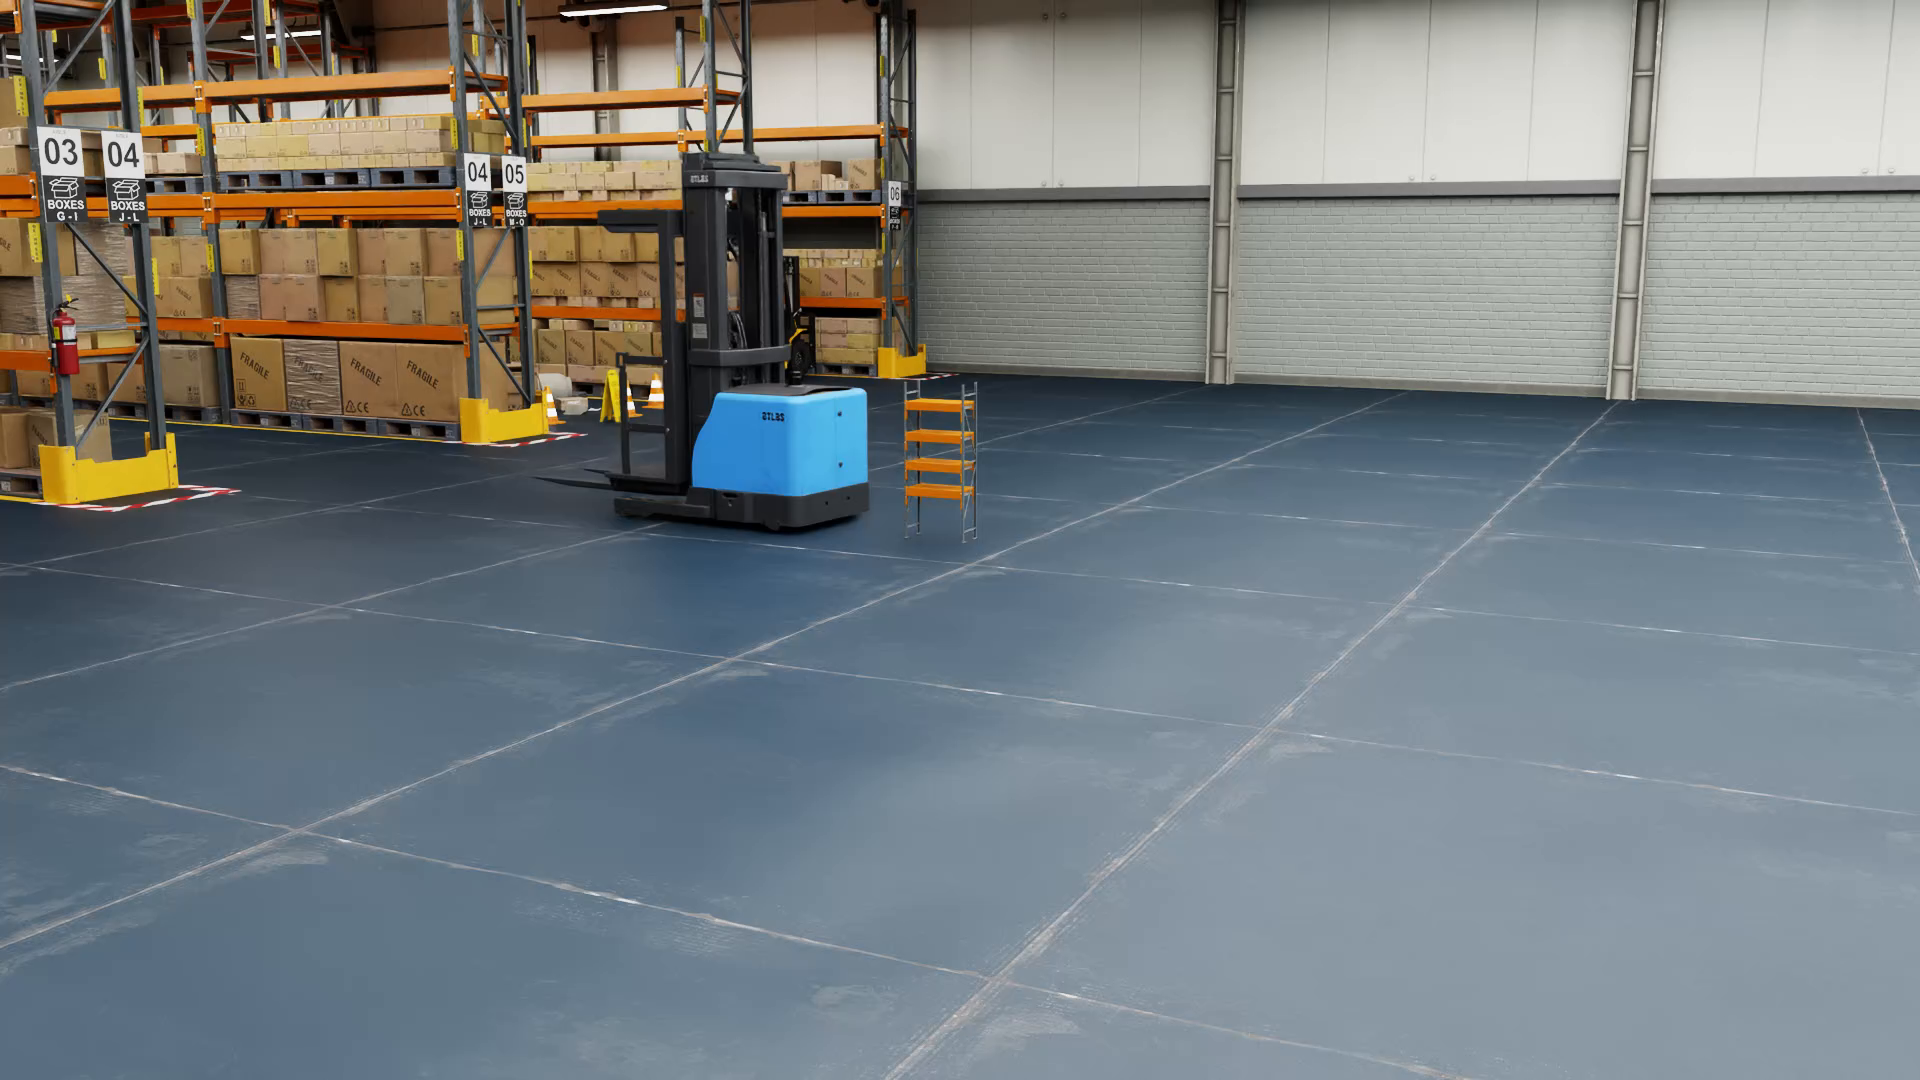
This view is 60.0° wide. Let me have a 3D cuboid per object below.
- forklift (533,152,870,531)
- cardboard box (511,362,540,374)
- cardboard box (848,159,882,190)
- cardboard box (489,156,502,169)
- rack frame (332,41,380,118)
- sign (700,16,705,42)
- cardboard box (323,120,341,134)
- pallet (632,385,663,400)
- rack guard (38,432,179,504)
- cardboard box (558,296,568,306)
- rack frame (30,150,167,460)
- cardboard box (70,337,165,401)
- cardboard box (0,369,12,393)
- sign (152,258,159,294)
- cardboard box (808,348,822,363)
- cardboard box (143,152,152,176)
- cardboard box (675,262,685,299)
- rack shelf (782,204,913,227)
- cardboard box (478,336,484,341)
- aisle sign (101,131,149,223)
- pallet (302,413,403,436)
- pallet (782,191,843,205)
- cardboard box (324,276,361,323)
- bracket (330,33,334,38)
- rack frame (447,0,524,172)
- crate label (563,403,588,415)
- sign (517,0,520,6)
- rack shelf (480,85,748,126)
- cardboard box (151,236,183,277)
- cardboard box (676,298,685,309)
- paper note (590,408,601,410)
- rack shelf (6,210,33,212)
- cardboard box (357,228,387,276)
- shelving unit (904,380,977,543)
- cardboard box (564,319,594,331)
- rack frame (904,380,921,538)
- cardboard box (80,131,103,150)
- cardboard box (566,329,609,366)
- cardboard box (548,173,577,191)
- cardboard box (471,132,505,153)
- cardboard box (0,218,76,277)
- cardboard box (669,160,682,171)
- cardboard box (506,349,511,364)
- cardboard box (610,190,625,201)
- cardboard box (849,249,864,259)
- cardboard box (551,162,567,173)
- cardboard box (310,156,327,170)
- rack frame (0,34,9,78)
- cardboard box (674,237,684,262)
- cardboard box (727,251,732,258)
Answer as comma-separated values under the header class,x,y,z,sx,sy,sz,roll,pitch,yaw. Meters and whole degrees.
class,x,y,z,sx,sy,sz,roll,pitch,yaw
forklift,-2.270,-1.685,13.809,3.031,2.935,1.130,6,12,31
cardboard box,-6.369,-2.545,24.913,0.500,0.250,0.500,4,11,23
cardboard box,-1.504,-6.036,27.496,0.500,0.500,0.500,5,12,28
cardboard box,-5.457,-4.354,19.188,0.250,0.149,0.380,5,11,26
rack frame,-11.760,-8.157,32.531,0.127,3.000,1.000,5,11,26
sign,-3.456,-6.869,22.346,0.005,0.325,0.100,5,11,26
cardboard box,-7.111,-4.761,19.196,0.250,0.149,0.380,5,11,26
pallet,-3.973,-2.170,24.125,1.213,0.211,1.003,5,11,26
rack guard,-7.645,-0.659,14.970,0.348,0.500,1.175,5,11,26
cardboard box,-5.678,-3.513,24.423,0.250,0.149,0.380,5,11,26
rack frame,-7.577,-1.883,14.714,0.127,3.000,1.000,5,11,26
cardboard box,-11.174,-2.267,21.971,0.750,0.750,1.050,5,11,27
cardboard box,-13.171,-2.285,22.771,0.500,0.500,0.500,5,11,26
sign,-7.337,-2.396,15.116,0.005,0.325,0.100,5,11,26
cardboard box,-2.446,-3.181,28.425,0.500,0.250,0.500,5,11,26
cardboard box,-10.548,-4.774,21.052,0.500,0.311,0.500,5,11,24
cardboard box,-3.800,-3.660,23.417,0.500,0.500,0.500,5,11,25
rack shelf,-2.792,-5.539,28.508,4.000,0.370,1.077,5,11,26
cardboard box,-9.092,-3.906,31.731,0.500,0.500,0.500,5,11,25
aisle sign,-7.388,-3.206,14.720,0.004,0.787,0.394,5,11,26
pallet,-7.133,-1.442,20.107,1.213,0.211,1.003,5,11,26
pallet,-2.719,-5.847,28.442,1.213,0.211,1.003,5,11,26
cardboard box,-7.087,-2.903,19.924,0.500,0.550,0.875,5,11,26
bracket,-12.515,-10.103,33.177,0.430,0.232,0.235,5,11,26
rack frame,-5.291,-5.620,18.513,0.127,3.000,1.000,5,11,26
crate label,-5.067,-1.733,21.923,0.298,0.136,0.250,-1,10,-4
sign,-5.040,-6.245,18.902,0.005,0.325,0.100,5,11,26
rack shelf,-4.985,-6.220,23.860,4.000,0.370,1.077,5,11,26
cardboard box,-9.788,-3.602,21.124,0.500,0.500,0.700,5,11,25
cardboard box,-3.898,-3.340,23.468,0.250,0.149,0.380,5,11,25
paper note,-4.920,-1.762,22.378,0.142,0.019,0.148,1,10,6
rack shelf,-14.259,-4.578,23.198,4.000,0.370,1.077,5,11,26
cardboard box,-6.583,-3.403,19.655,0.550,0.550,0.875,5,11,26
shelving unit,-0.148,-0.603,12.695,0.503,1.200,0.258,5,11,26
cardboard box,-5.579,-3.153,24.344,0.250,0.149,0.380,6,12,29
rack frame,-0.367,-0.623,12.802,0.015,1.200,0.240,5,11,26
cardboard box,-7.721,-3.540,14.749,0.250,0.149,0.380,5,11,25
cardboard box,-5.420,-2.833,24.396,0.500,0.500,0.500,6,12,29
cardboard box,-5.595,-5.171,24.041,0.500,0.250,0.500,5,11,26
cardboard box,-5.611,-4.551,19.157,0.500,0.250,0.500,5,11,26
cardboard box,-8.179,-2.575,14.611,0.500,0.500,0.500,5,11,26
cardboard box,-3.840,-5.217,23.176,0.250,0.149,0.380,5,12,27
cardboard box,-7.250,-2.736,25.623,0.625,0.372,0.950,5,11,27
cardboard box,-4.771,-4.907,23.705,0.250,0.149,0.380,5,11,24
cardboard box,-1.648,-4.783,27.798,0.250,0.149,0.380,5,11,26
cardboard box,-5.693,-5.375,24.048,0.250,0.149,0.380,5,11,24
cardboard box,-7.338,-4.388,19.377,0.250,0.149,0.380,5,11,27
rack frame,-17.540,-7.679,29.891,0.127,3.000,1.000,5,11,26
cardboard box,-3.746,-4.159,23.364,0.500,0.500,0.700,5,11,24
cardboard box,-3.924,-4.992,28.951,0.250,0.149,0.380,5,11,25
